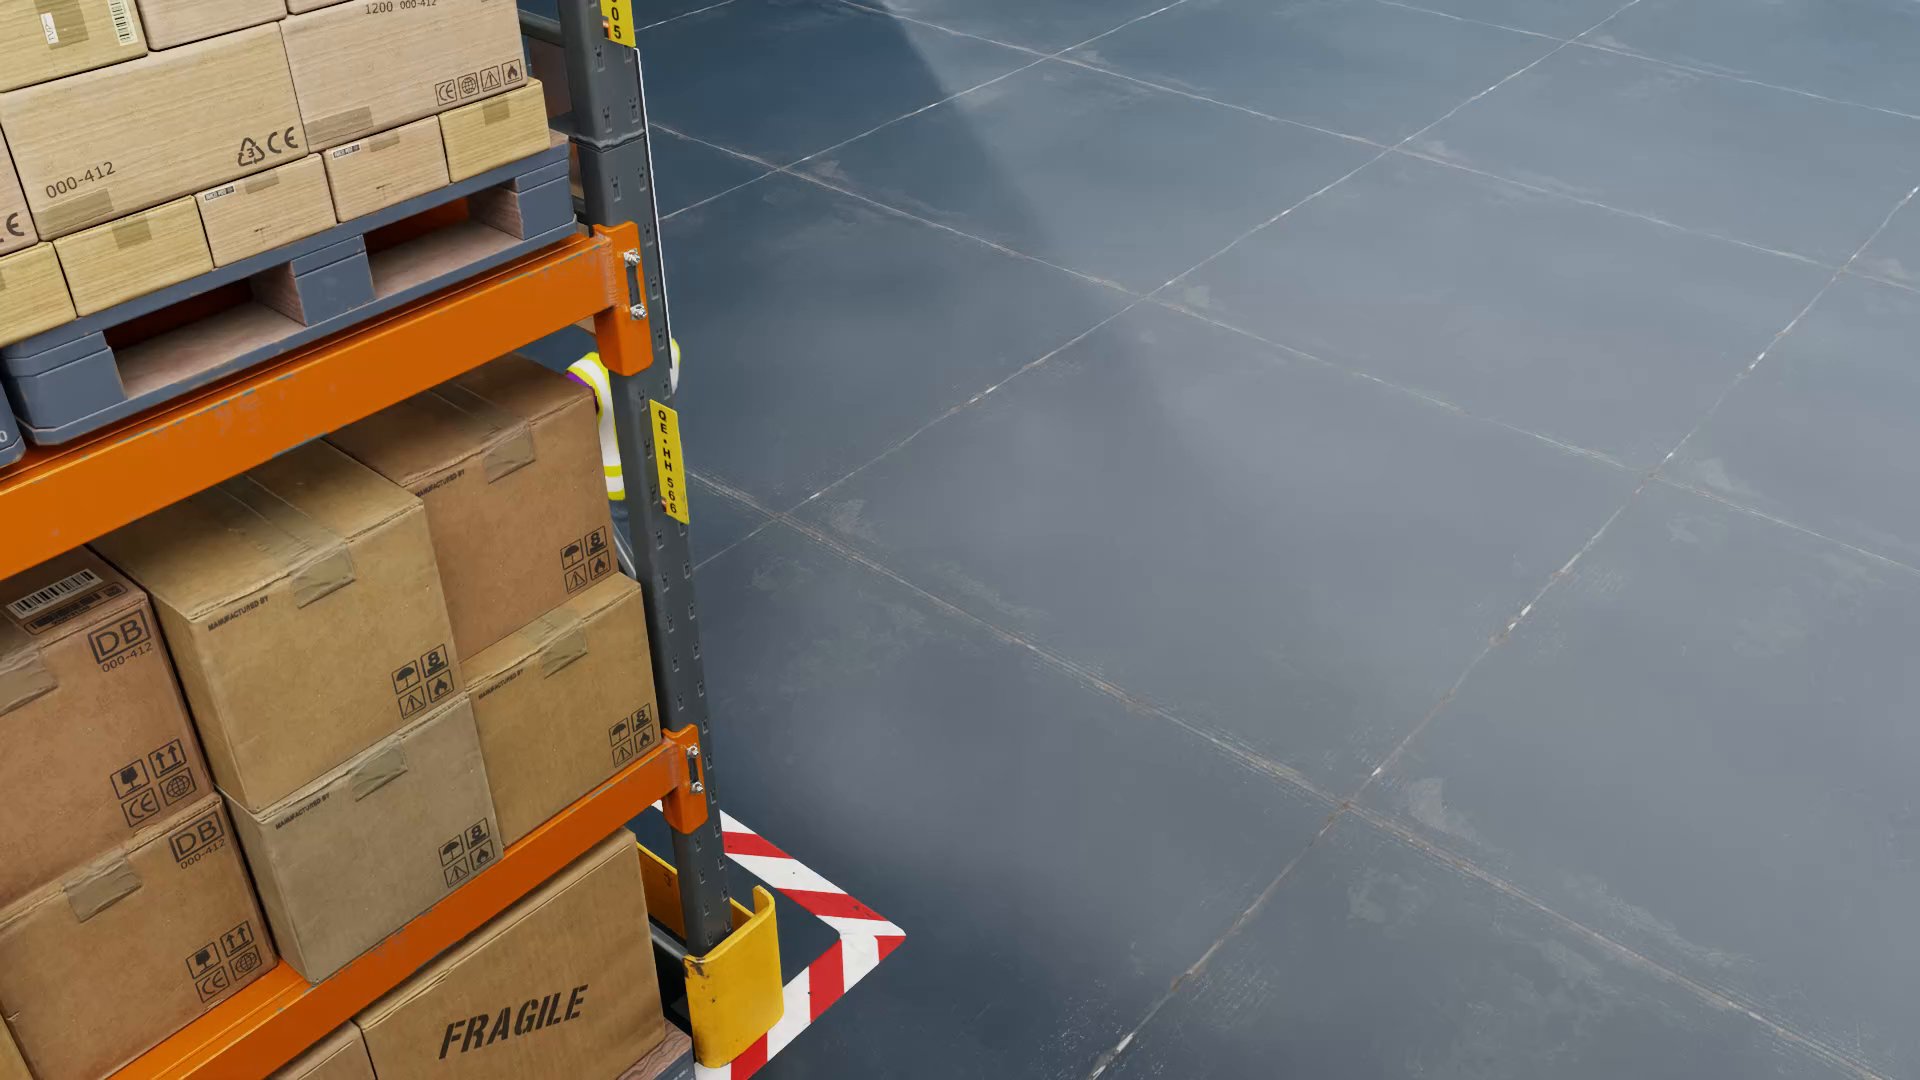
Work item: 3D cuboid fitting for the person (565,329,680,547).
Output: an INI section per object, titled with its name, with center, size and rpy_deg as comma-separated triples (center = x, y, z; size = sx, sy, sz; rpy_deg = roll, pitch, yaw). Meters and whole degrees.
[person]
center = -1.381, -0.289, 6.541
size = 0.578, 1.765, 0.514
rpy_deg = 25, 42, 32
